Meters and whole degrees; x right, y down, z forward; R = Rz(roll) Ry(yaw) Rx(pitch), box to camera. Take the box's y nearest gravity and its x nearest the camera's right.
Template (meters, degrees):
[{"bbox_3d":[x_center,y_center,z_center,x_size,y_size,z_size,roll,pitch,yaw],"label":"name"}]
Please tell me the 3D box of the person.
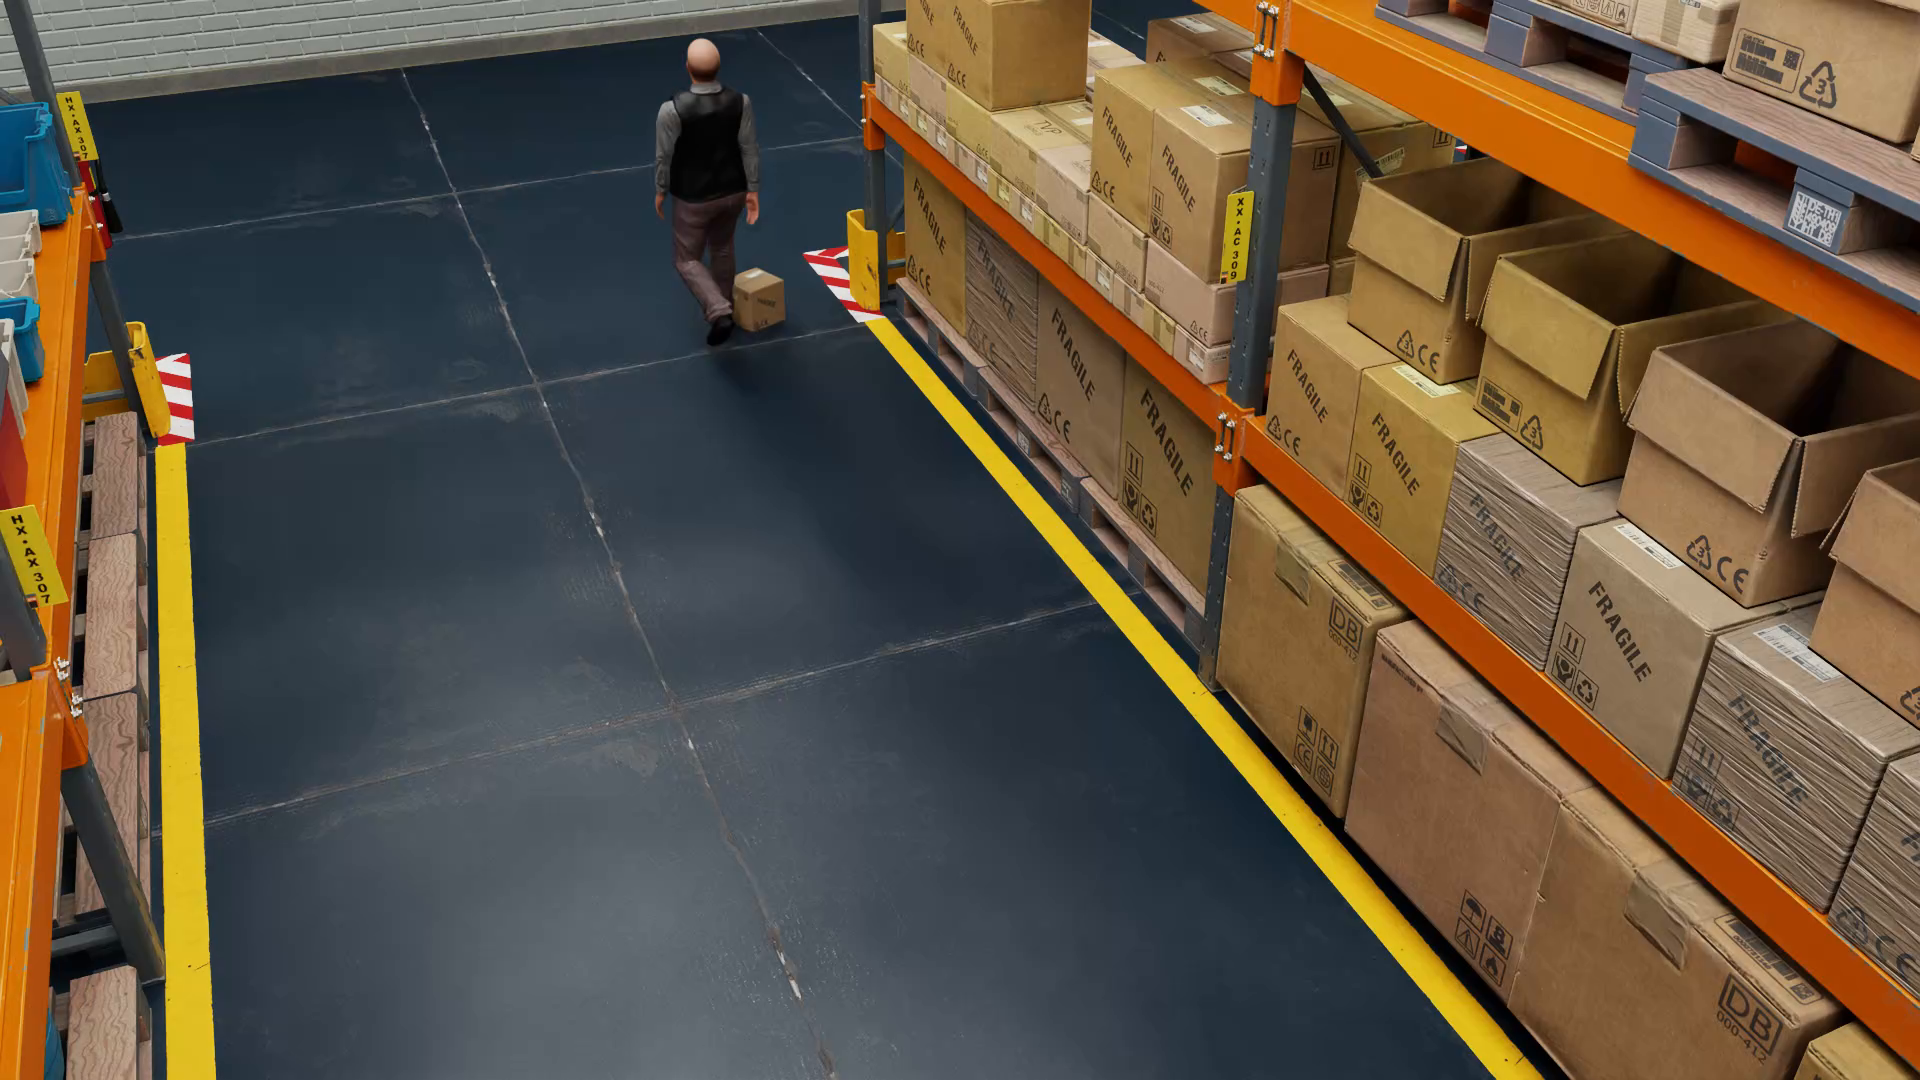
[{"bbox_3d":[-1.359,-1.874,9.008,0.541,1.689,0.831,-18,37,-25],"label":"person"}]
